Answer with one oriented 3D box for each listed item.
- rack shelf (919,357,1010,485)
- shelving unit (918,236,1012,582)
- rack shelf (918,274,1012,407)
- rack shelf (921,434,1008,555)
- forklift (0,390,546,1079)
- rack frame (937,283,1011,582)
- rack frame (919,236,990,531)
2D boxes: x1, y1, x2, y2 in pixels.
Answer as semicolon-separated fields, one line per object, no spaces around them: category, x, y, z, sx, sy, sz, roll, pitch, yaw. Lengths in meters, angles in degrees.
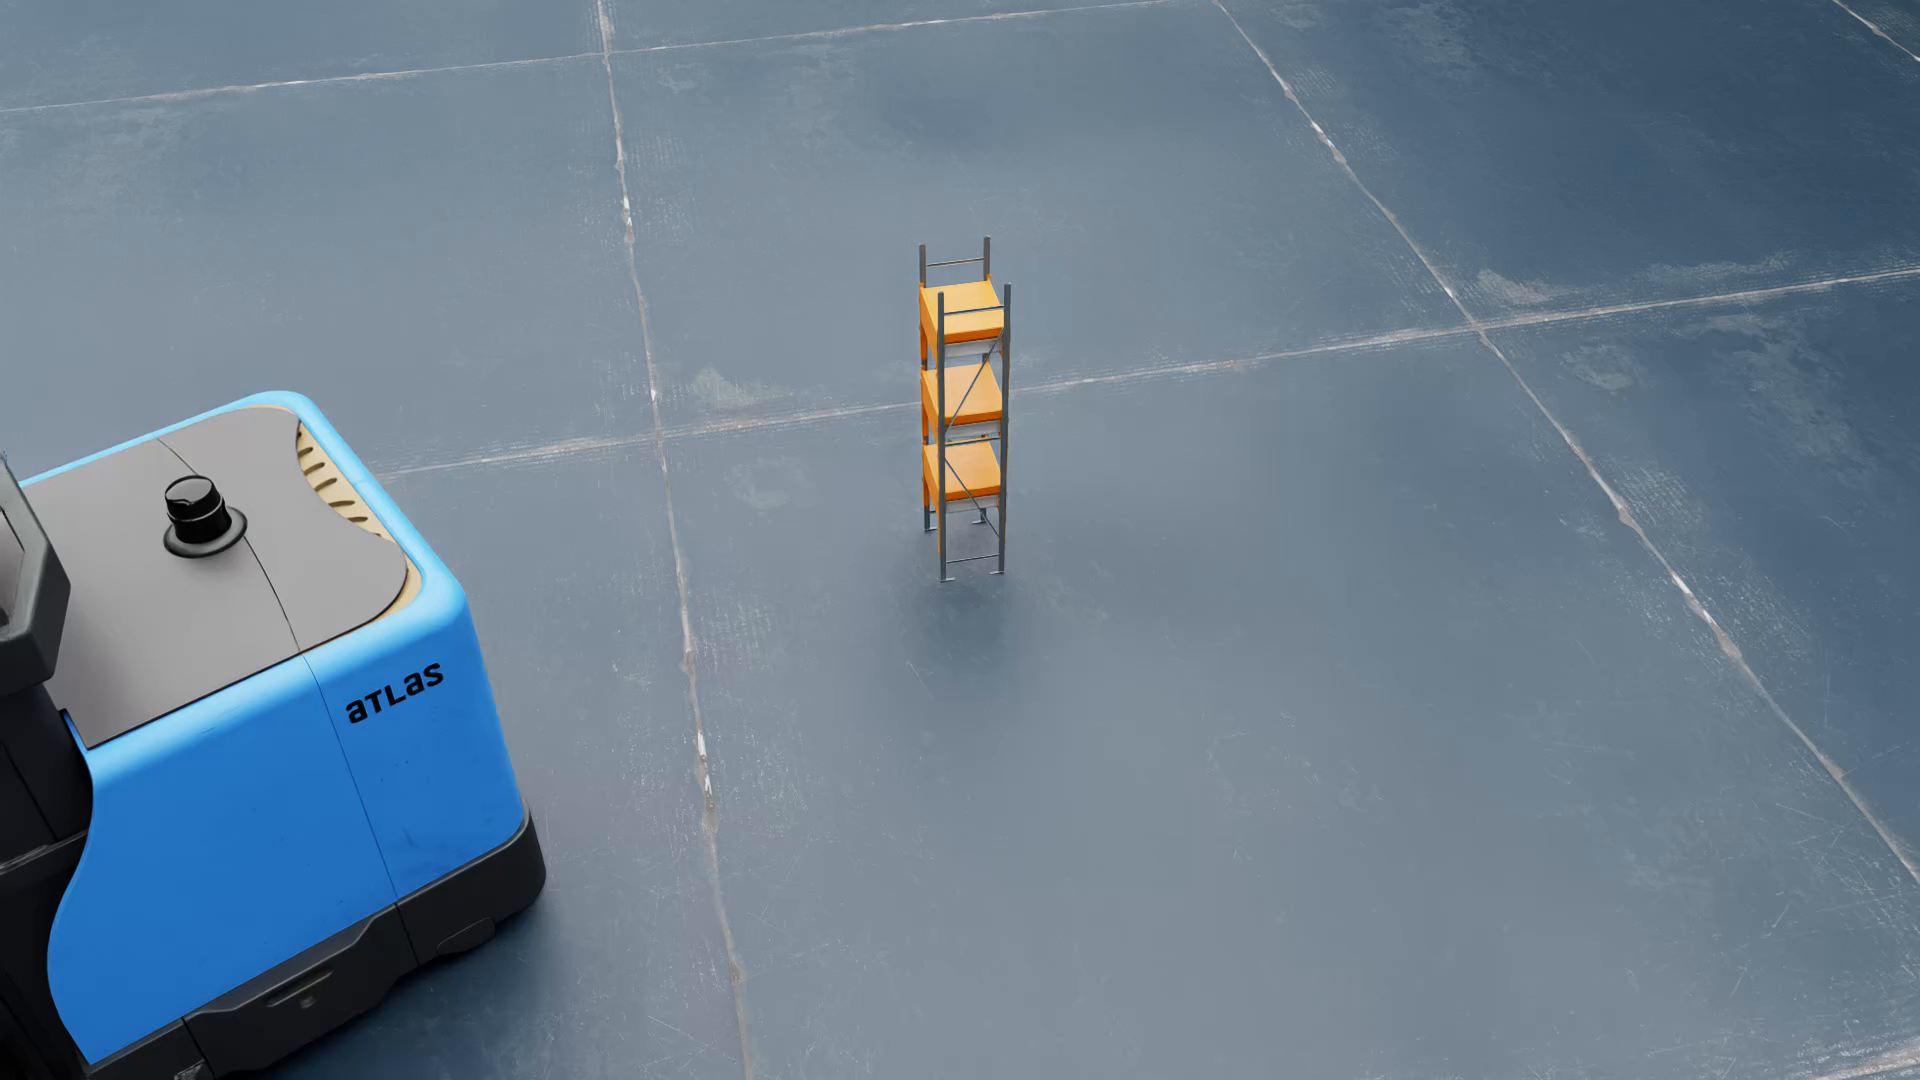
rack shelf;0.012;-0.350;4.869;0.215;0.259;0.240;-8;42;-9
shelving unit;0.012;-0.358;4.862;0.215;1.050;0.252;-8;42;-9
rack shelf;0.012;-0.562;4.681;0.215;0.259;0.240;-8;42;-9
rack shelf;0.012;-0.142;5.054;0.215;0.259;0.240;-8;42;-9
forklift;-2.516;0.168;2.852;3.031;2.935;1.130;-27;48;-27
rack frame;0.038;-0.279;4.773;0.200;1.050;0.008;-8;42;-9
rack frame;-0.015;-0.437;4.951;0.200;1.050;0.008;-8;42;-9
